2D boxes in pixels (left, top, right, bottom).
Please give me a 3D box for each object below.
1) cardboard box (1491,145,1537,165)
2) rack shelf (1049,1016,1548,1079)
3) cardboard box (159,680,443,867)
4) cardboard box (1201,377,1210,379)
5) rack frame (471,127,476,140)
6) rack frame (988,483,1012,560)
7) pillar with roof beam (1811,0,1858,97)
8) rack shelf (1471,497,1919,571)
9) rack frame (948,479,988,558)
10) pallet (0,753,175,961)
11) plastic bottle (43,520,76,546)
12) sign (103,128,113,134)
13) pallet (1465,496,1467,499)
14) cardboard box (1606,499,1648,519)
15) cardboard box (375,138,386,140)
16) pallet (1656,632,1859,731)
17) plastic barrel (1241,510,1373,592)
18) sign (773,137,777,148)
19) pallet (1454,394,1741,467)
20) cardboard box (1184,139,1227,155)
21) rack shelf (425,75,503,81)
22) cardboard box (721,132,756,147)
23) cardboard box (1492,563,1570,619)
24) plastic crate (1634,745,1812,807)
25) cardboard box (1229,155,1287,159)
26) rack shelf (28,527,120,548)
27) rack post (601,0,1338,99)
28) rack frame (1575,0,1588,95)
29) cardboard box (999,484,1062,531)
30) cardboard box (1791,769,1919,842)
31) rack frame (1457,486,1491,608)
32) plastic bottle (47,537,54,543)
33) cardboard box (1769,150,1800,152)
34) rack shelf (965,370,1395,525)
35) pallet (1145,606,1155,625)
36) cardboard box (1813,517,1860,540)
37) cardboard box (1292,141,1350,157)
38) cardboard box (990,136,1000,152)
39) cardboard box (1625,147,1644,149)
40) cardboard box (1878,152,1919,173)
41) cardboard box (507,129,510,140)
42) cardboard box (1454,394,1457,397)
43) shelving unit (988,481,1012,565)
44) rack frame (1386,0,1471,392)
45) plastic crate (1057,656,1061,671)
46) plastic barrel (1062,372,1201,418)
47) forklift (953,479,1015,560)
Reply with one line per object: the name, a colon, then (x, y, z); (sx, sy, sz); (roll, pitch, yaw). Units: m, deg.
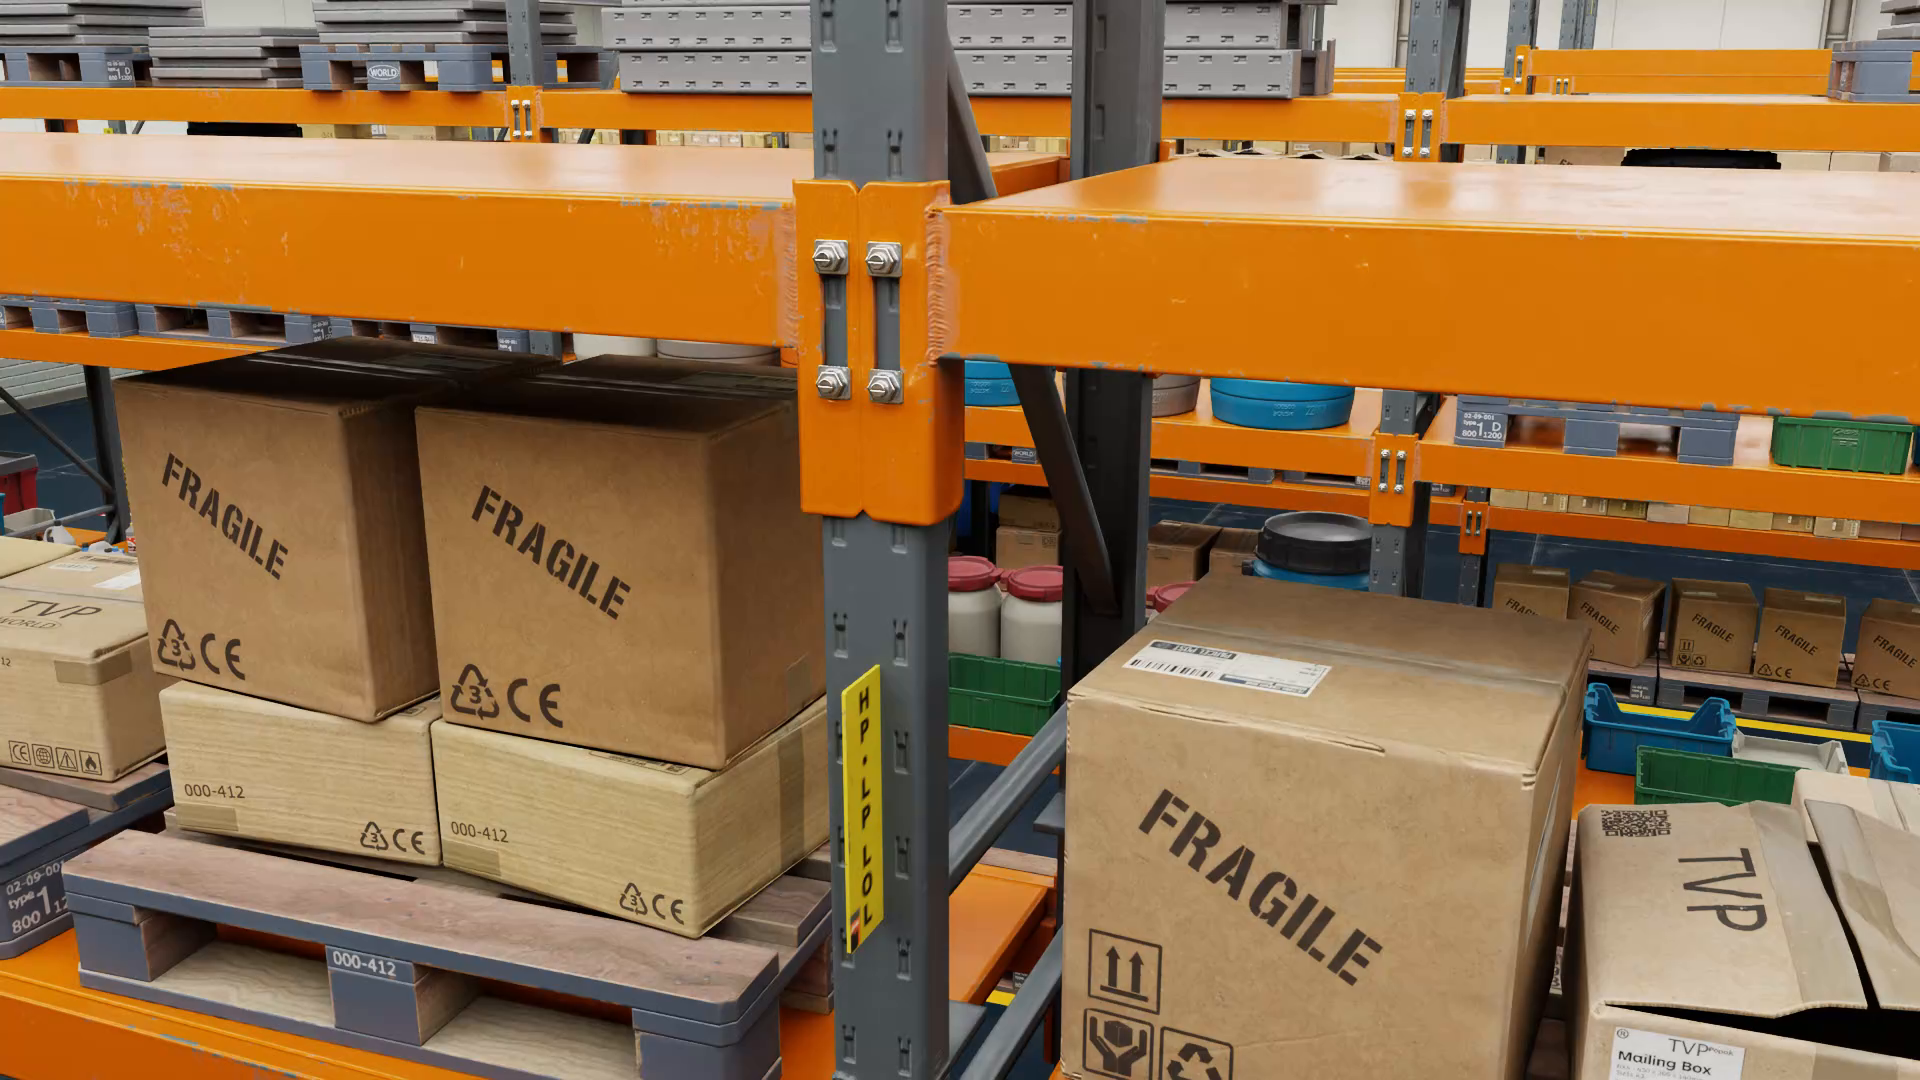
cardboard box: (6.758, -4.722, 20.269); (0.500, 0.250, 0.500); (6, 17, 20)
rack shelf: (1.940, 1.119, 1.924); (4.000, 0.370, 1.077); (6, 17, 21)
cardboard box: (-1.002, 0.319, 2.908); (0.500, 0.250, 0.500); (5, 17, 15)
cardboard box: (2.072, -0.964, 12.251); (0.637, 0.503, 0.797); (8, 18, 26)
rack frame: (-5.531, -5.944, 19.583); (0.127, 3.000, 1.000); (6, 17, 21)
rack frame: (0.310, -0.747, 14.042); (0.015, 2.100, 0.400); (5, 18, 31)
pillar with roof beam: (10.996, -6.077, 20.043); (0.400, 9.000, 9.100); (6, 17, 21)
rack shelf: (5.579, -0.009, 11.191); (4.000, 0.370, 1.077); (6, 17, 21)
rack frame: (-0.003, -0.968, 13.205); (0.127, 3.000, 1.000); (6, 17, 21)
pallet: (-1.936, 0.411, 3.414); (1.213, 0.211, 1.003); (7, 18, 23)
plastic bottle: (-5.295, 0.055, 9.769); (0.185, 0.351, 0.144); (6, 17, 21)
sign: (-7.654, -3.542, 14.979); (0.005, 0.325, 0.100); (6, 17, 21)
pallet: (4.887, -0.555, 16.784); (1.213, 0.211, 1.003); (6, 17, 21)
cardboard box: (4.514, -0.268, 11.243); (0.250, 0.149, 0.380); (6, 17, 21)
cardboard box: (-4.973, -3.236, 14.526); (0.500, 0.500, 0.700); (7, 18, 23)
pallet: (5.495, 0.964, 11.551); (1.213, 0.211, 1.003); (6, 17, 21)
plastic barrel: (1.653, 0.367, 7.708); (0.708, 0.901, 0.600); (6, 17, 21)
sign: (-2.002, -4.201, 18.032); (0.005, 0.325, 0.100); (6, 17, 21)
pallet: (2.608, -0.576, 6.812); (1.003, 0.211, 1.213); (6, 17, 21)
cardboard box: (3.227, -5.230, 21.565); (0.637, 0.503, 0.797); (5, 17, 17)
rack shelf: (-5.584, -3.926, 14.639); (4.000, 0.370, 1.077); (6, 17, 21)
cardboard box: (-2.451, -4.439, 18.438); (0.250, 0.149, 0.380); (7, 18, 22)
cardboard box: (4.076, 0.491, 11.909); (0.500, 0.500, 0.500); (6, 17, 19)
plastic crate: (3.060, 1.039, 6.670); (0.662, 0.188, 0.450); (6, 17, 21)
cardboard box: (2.970, -3.680, 16.503); (0.500, 0.250, 0.500); (7, 18, 22)
rack shelf: (-7.402, 0.048, 10.995); (4.000, 0.370, 1.077); (6, 17, 21)
rack post: (0.037, -2.431, 7.124); (3.121, 1.000, 1.013); (6, 17, 21)
rack frame: (7.354, -6.010, 19.813); (0.127, 3.000, 1.000); (6, 17, 21)
cardboard box: (0.631, -0.278, 13.178); (0.500, 0.250, 0.500); (7, 18, 23)
cardboard box: (1.302, 0.473, 2.305); (0.250, 0.149, 0.380); (6, 17, 21)
rack frame: (3.718, -0.559, 11.796); (0.127, 3.000, 1.000); (6, 17, 21)
plastic bottle: (-5.233, 0.125, 9.649); (0.133, 0.283, 0.061); (6, 17, 21)
cardboard box: (7.261, -3.507, 14.656); (0.250, 0.149, 0.380); (6, 17, 20)
rack shelf: (0.040, -0.574, 7.758); (4.000, 0.370, 1.077); (6, 17, 21)
pallet: (1.854, 0.576, 12.886); (1.213, 0.211, 1.003); (6, 17, 21)
cardboard box: (5.664, -0.131, 10.772); (0.250, 0.149, 0.380); (6, 17, 21)
cardboard box: (3.631, -3.877, 16.734); (0.500, 0.500, 0.500); (6, 17, 21)
cardboard box: (0.235, -4.201, 17.407); (0.258, 0.266, 0.396); (6, 17, 21)
cardboard box: (6.084, -3.636, 15.103); (0.250, 0.149, 0.380); (6, 17, 20)
cardboard box: (5.904, -2.114, 10.163); (0.500, 0.500, 0.500); (6, 17, 21)
cardboard box: (-5.083, -4.740, 19.474); (0.250, 0.149, 0.380); (7, 18, 23)
cardboard box: (5.022, -0.997, 16.585); (0.750, 0.750, 1.050); (6, 17, 20)
shelving unit: (0.518, -0.729, 13.916); (0.503, 2.100, 0.431); (5, 18, 31)
rack frame: (1.901, -2.156, 6.534); (0.127, 3.000, 1.000); (6, 17, 21)
plastic crate: (0.760, 0.701, 7.484); (0.575, 0.384, 0.392); (6, 17, 21)
plastic barrel: (0.740, -1.018, 7.098); (0.600, 0.901, 0.600); (0, 16, 0)
forklift: (-0.251, -1.567, 15.392); (1.130, 2.935, 3.031); (-7, 18, -23)
